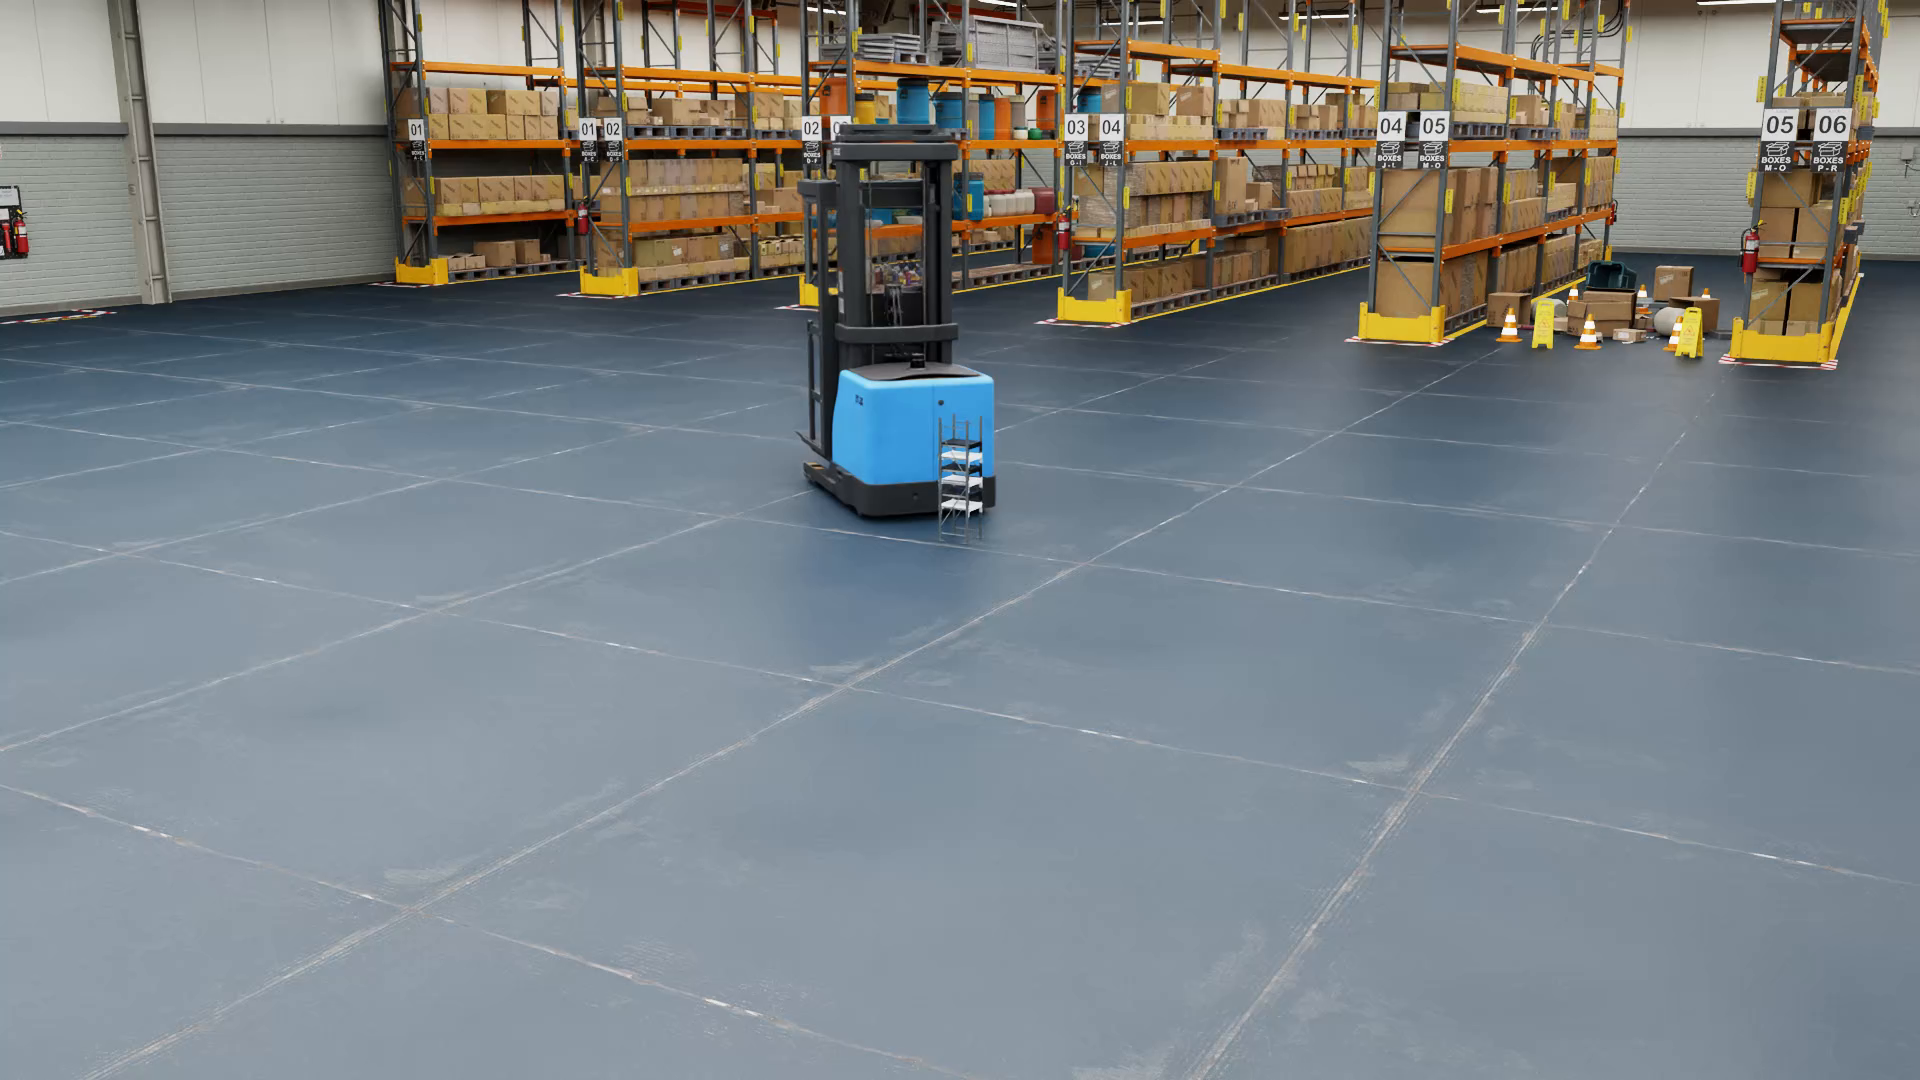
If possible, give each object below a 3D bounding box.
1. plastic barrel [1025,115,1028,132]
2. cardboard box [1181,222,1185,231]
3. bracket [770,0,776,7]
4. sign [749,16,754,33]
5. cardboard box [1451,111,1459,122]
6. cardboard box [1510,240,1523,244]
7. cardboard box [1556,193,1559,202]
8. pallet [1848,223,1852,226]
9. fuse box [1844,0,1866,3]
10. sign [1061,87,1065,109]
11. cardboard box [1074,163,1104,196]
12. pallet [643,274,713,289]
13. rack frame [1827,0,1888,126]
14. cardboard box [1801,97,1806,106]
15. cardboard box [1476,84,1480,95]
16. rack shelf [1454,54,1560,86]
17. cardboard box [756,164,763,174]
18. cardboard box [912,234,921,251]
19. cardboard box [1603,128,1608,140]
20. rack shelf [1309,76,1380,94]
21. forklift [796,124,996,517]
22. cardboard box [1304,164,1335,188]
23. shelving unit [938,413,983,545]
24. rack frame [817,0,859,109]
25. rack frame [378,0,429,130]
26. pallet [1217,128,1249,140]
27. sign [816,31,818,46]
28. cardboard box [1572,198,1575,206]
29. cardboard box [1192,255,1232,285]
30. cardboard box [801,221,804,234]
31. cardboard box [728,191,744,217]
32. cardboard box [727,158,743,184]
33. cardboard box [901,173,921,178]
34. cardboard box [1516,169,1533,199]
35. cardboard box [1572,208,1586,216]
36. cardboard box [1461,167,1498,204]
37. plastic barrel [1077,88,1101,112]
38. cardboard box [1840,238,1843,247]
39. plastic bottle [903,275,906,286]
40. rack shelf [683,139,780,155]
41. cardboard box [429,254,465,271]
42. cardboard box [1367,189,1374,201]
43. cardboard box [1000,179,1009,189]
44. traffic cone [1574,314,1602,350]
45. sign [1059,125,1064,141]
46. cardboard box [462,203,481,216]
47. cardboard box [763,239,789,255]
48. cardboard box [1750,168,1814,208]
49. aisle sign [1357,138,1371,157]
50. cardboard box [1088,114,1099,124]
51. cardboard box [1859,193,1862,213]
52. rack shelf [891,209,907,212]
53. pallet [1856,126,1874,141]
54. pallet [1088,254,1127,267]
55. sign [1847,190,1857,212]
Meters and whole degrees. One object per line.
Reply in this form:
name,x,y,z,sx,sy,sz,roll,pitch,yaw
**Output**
plastic barrel,1.221,-8.647,34.862,0.421,0.512,0.421,0,14,0
cardboard box,3.632,-5.387,28.515,0.380,0.149,0.250,7,15,28
bracket,-5.007,-14.060,43.471,0.235,0.232,0.430,7,15,28
sign,-4.155,-10.284,33.162,0.100,0.325,0.005,7,15,28
cardboard box,6.847,-6.001,23.553,0.380,0.149,0.250,8,15,28
cardboard box,10.369,-5.543,31.464,0.500,0.250,0.500,7,15,27
cardboard box,11.299,-6.587,31.962,0.380,0.149,0.250,7,15,28
pallet,13.729,-4.976,26.681,1.003,0.211,1.213,7,15,28
fuse box,20.988,-12.775,38.998,0.513,0.334,0.176,7,15,28
sign,1.631,-6.917,26.034,0.100,0.325,0.005,7,15,28
cardboard box,2.157,-5.781,26.632,0.500,0.500,0.500,7,15,28
pallet,-5.639,-5.140,32.902,1.003,0.211,1.213,7,15,28
rack frame,18.517,-10.037,34.467,1.000,3.000,0.127,7,15,28
cardboard box,10.846,-5.713,21.767,0.380,0.149,0.250,8,16,29
cardboard box,7.456,-6.648,24.534,0.380,0.149,0.250,7,15,27
rack shelf,9.301,-7.982,28.329,1.077,0.370,4.000,7,15,28
cardboard box,-5.357,-9.446,42.322,0.500,0.250,0.500,8,16,29
cardboard box,-1.238,-7.208,39.926,0.500,0.500,0.500,8,16,29
cardboard box,13.415,-8.606,35.250,0.500,0.250,0.500,8,16,31
rack shelf,8.875,-10.206,37.554,1.077,0.370,4.000,7,15,28
forklift,-0.687,-1.902,13.668,1.130,2.935,3.031,-5,14,-18
cardboard box,7.607,-7.827,35.747,0.797,0.503,0.637,7,15,27
shelving unit,0.004,-0.439,11.935,0.258,0.900,0.210,7,15,28
rack frame,-2.695,-10.642,36.975,1.000,3.000,0.127,7,15,28
rack frame,-10.901,-9.561,32.492,1.000,3.000,0.127,7,15,28
pallet,4.433,-7.263,29.761,1.213,0.211,1.003,7,15,28
sign,-3.175,-11.194,37.103,0.100,0.325,0.005,7,15,28
cardboard box,12.183,-6.818,33.556,0.380,0.149,0.250,7,15,27
cardboard box,4.604,-5.000,30.766,0.700,0.500,0.500,7,15,28
cardboard box,-4.403,-8.340,44.665,0.700,0.500,0.500,7,15,27
cardboard box,-4.838,-6.862,33.882,0.700,0.500,0.500,7,15,27
cardboard box,-4.838,-7.492,33.730,0.700,0.500,0.500,7,15,28
cardboard box,-1.186,-8.727,40.723,0.700,0.500,0.500,2,14,9
cardboard box,9.799,-6.359,29.665,0.700,0.500,0.500,7,15,27
cardboard box,12.625,-6.739,34.123,0.380,0.149,0.250,8,16,30
cardboard box,7.962,-5.599,26.234,0.875,0.550,0.550,7,15,28
plastic barrel,2.882,-9.523,36.768,0.600,0.901,0.708,7,15,28
cardboard box,12.713,-4.384,24.356,0.380,0.149,0.250,8,16,29
plastic bottle,-1.029,-4.734,30.300,0.097,0.201,0.097,0,14,0
rack shelf,-6.067,-9.805,41.438,1.077,0.370,4.000,7,15,28
cardboard box,-10.488,-5.683,34.005,0.500,0.311,0.500,6,15,22
cardboard box,9.349,-7.977,38.409,0.500,0.250,0.500,7,15,26
cardboard box,0.946,-9.186,43.523,0.500,0.500,0.500,8,15,29
traffic cone,8.725,-2.895,23.056,0.336,0.463,0.334,7,15,28
sign,2.124,-8.510,34.756,0.100,0.325,0.005,7,15,28
cardboard box,-10.148,-6.754,33.925,0.500,0.250,0.500,7,15,26
cardboard box,-3.964,-6.204,35.140,0.500,0.311,0.500,7,15,27
cardboard box,10.838,-4.647,21.928,0.700,0.500,0.500,7,15,27
aisle sign,9.614,-9.556,39.725,0.394,0.787,0.004,7,15,28
cardboard box,1.968,-6.633,26.214,0.380,0.149,0.250,7,15,28
cardboard box,17.286,-6.518,32.457,0.500,0.500,0.500,7,15,28
rack shelf,-1.728,-7.786,39.465,1.077,0.370,4.000,7,15,28
pallet,13.108,-6.140,25.104,1.213,0.211,1.003,7,15,28
pallet,3.163,-6.475,38.441,1.003,0.211,1.213,7,15,28
sign,13.195,-5.020,24.608,0.100,0.325,0.005,7,15,28
